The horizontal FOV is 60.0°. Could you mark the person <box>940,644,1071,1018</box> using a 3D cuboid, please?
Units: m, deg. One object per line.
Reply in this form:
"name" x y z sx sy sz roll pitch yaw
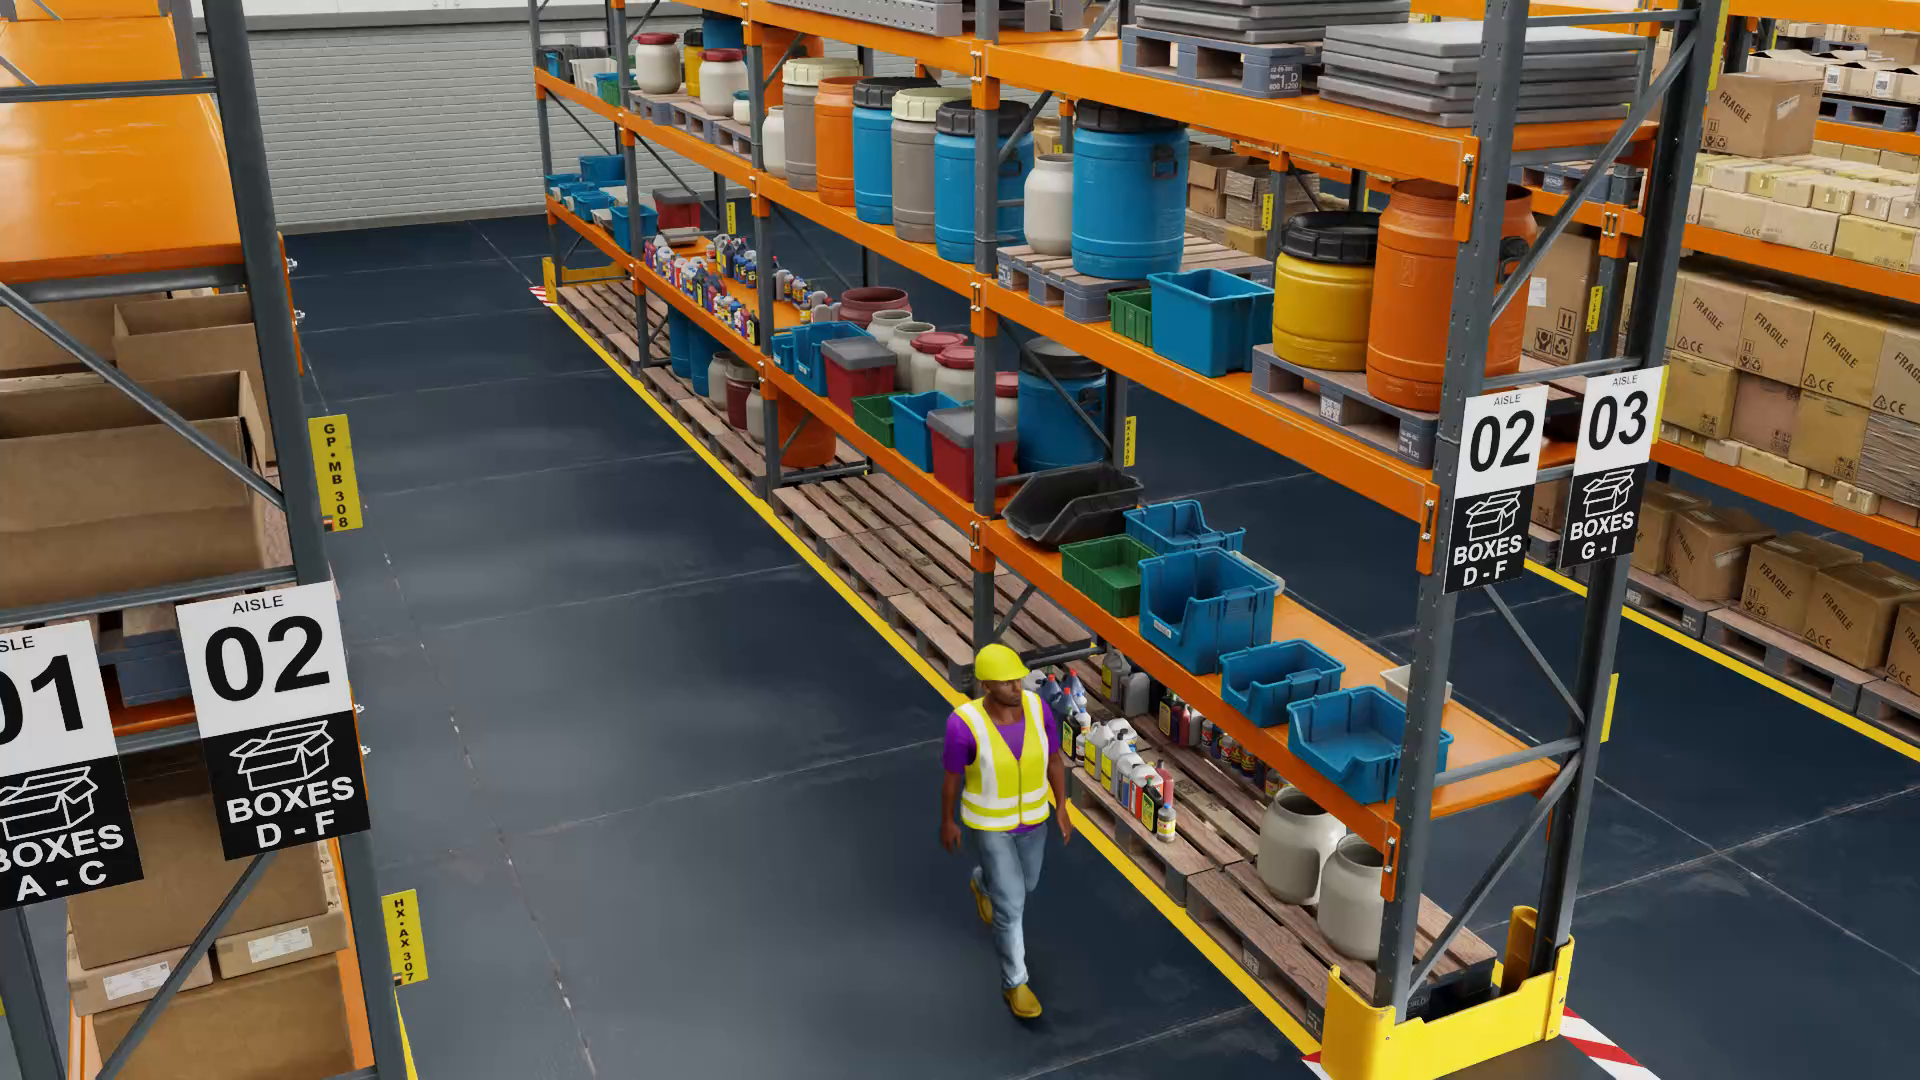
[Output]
"person" 0.220 1.283 7.822 0.582 1.740 0.938 -11 25 -26
